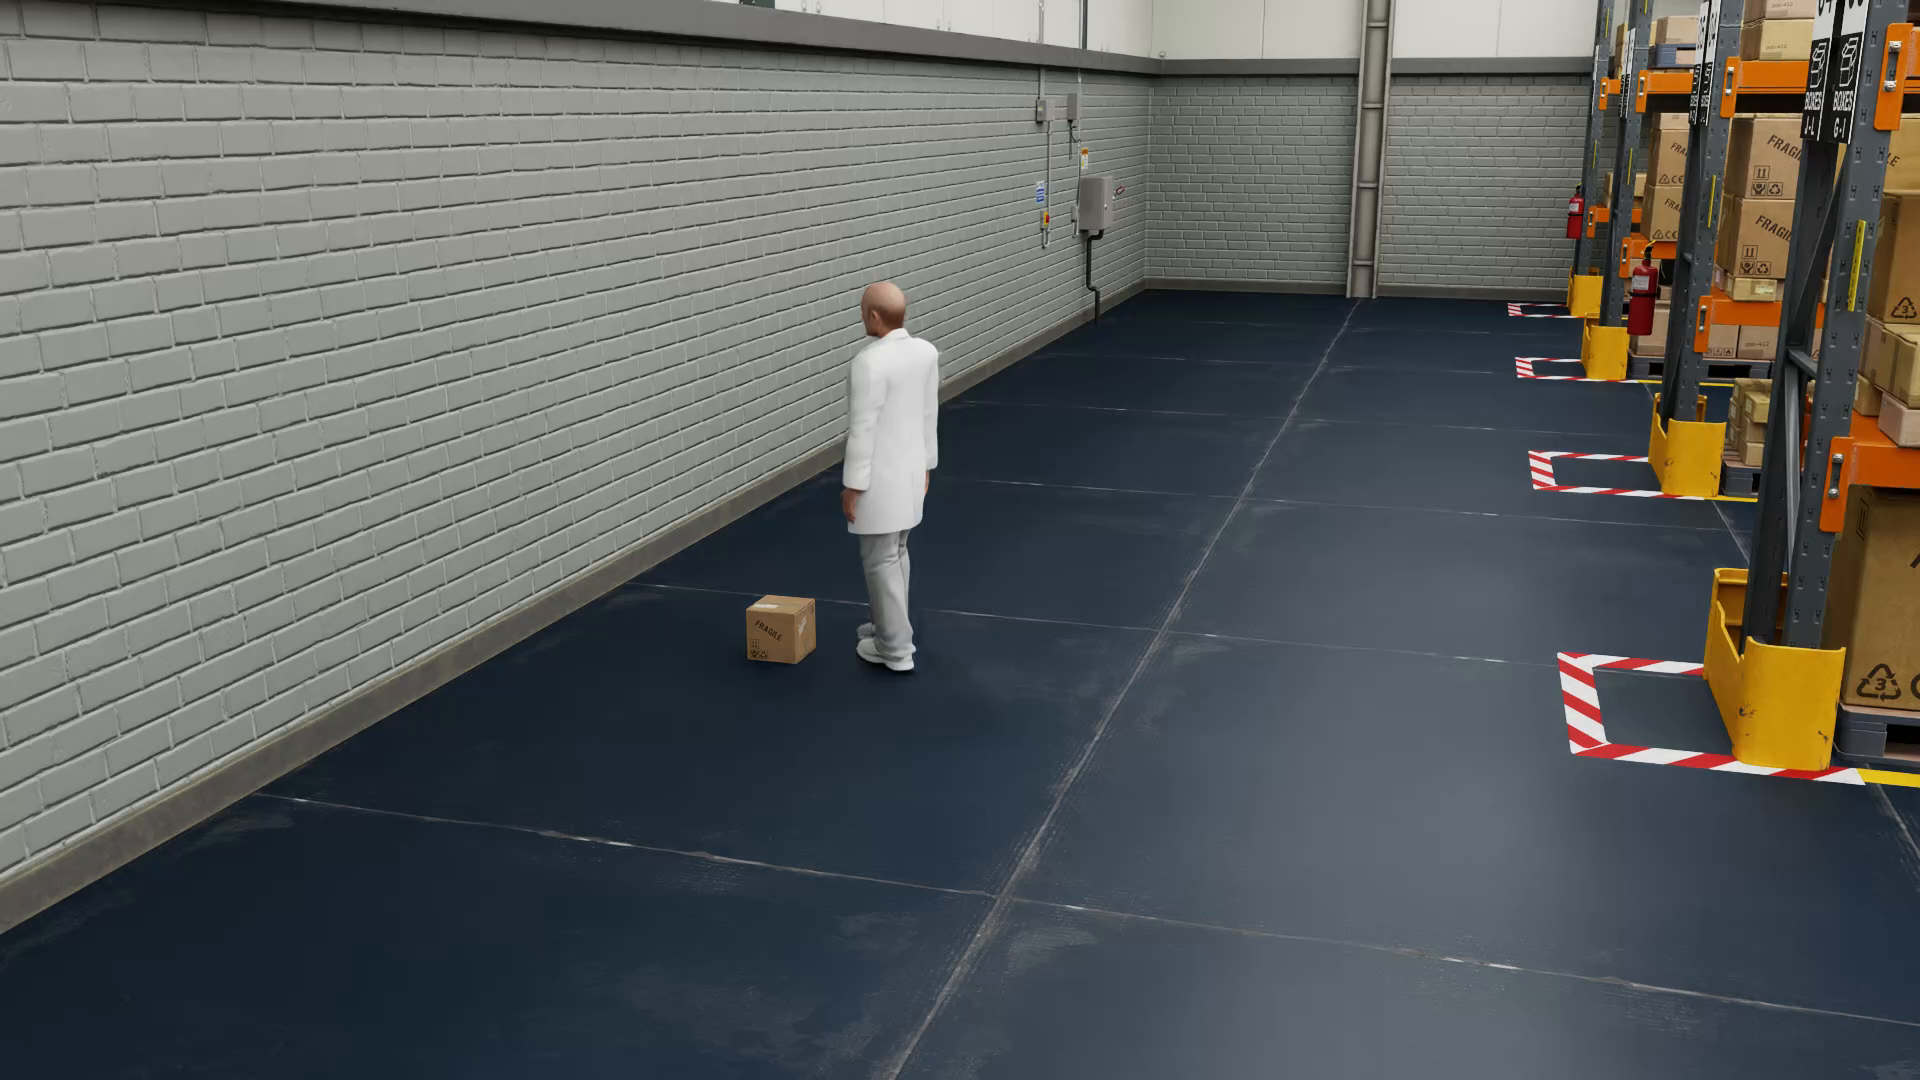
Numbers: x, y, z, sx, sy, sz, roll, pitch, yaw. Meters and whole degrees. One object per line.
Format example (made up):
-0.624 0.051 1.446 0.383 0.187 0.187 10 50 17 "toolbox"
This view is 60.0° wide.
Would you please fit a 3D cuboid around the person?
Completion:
-0.425 -0.299 7.655 0.574 1.791 0.602 11 18 35 "person"
